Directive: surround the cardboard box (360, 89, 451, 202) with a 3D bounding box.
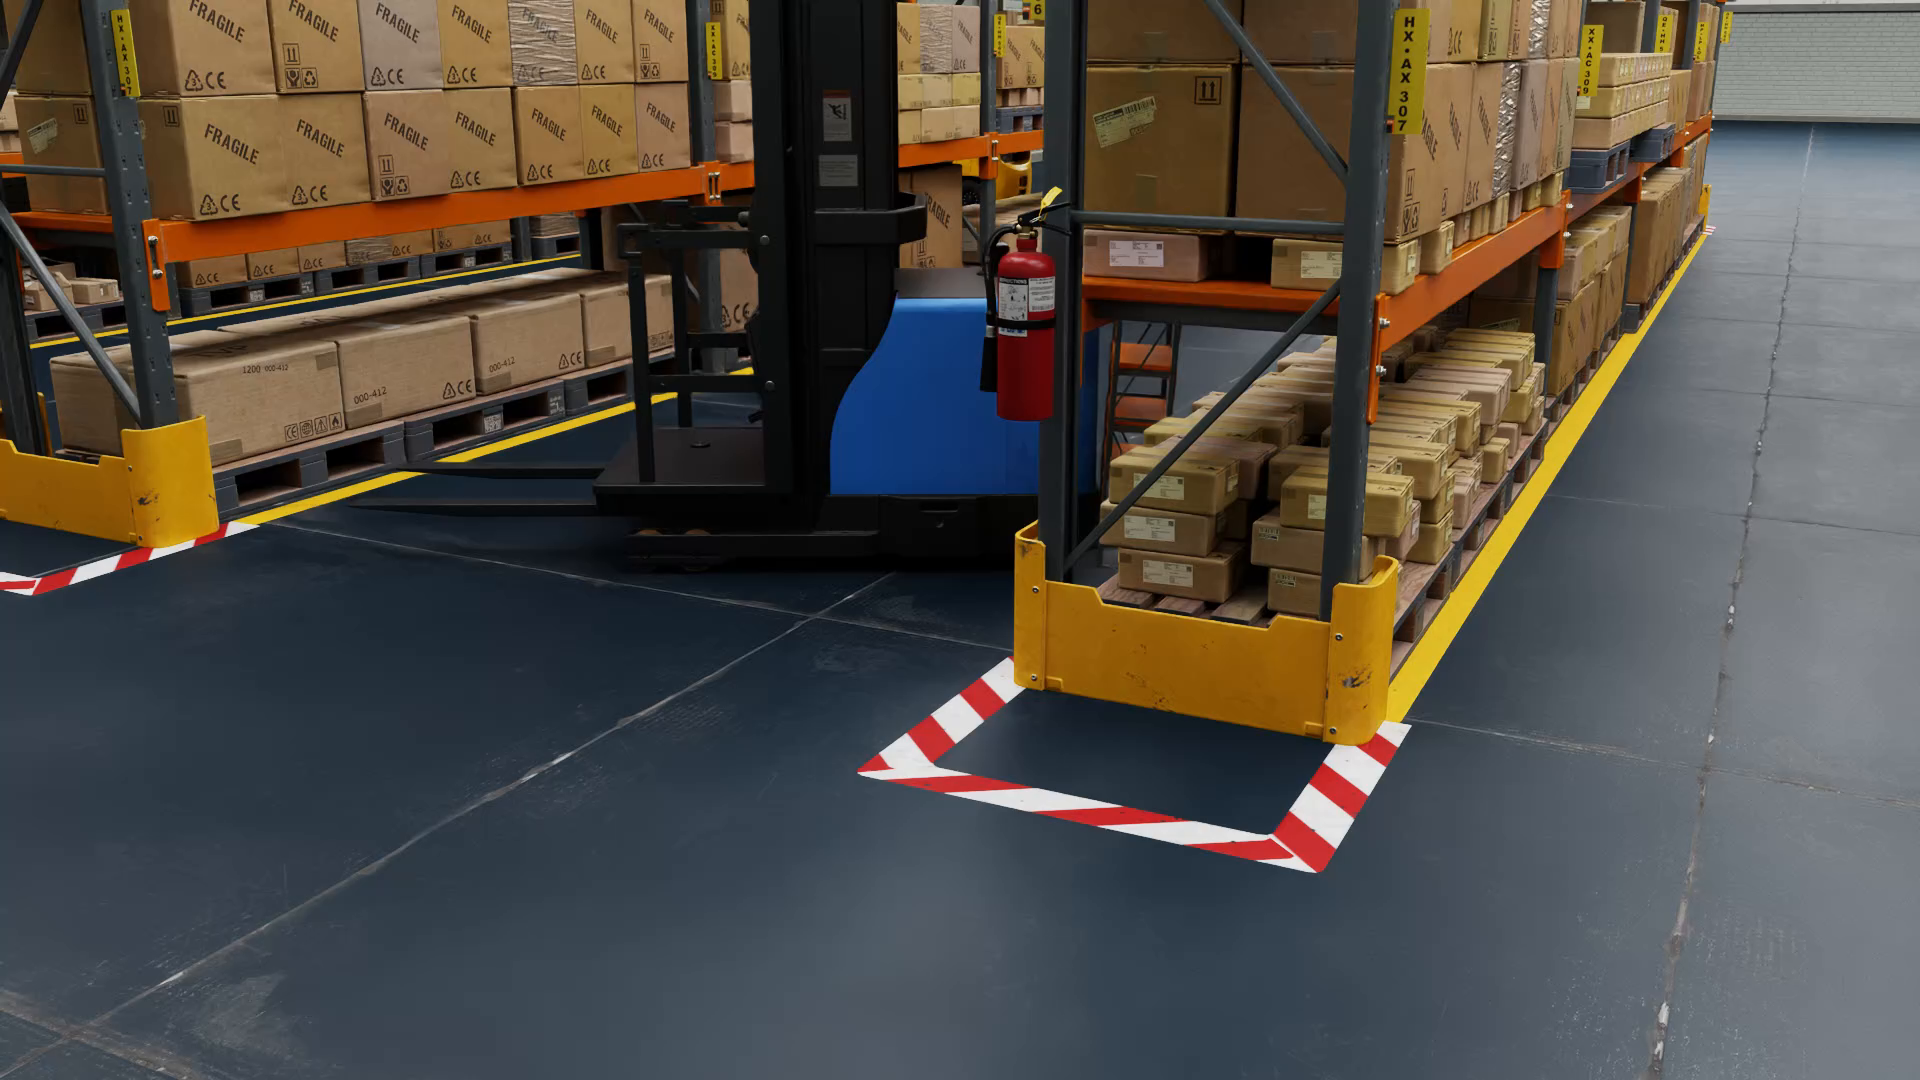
[{"bbox_3d":[-2.838,-1.913,8.022,0.500,0.500,0.500,8,18,25],"label":"cardboard box"}]

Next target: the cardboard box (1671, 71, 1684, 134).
[{"bbox_3d":[5.636,-3.596,13.687,0.500,0.500,0.500,8,18,26],"label":"cardboard box"}]

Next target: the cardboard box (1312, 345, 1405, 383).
[{"bbox_3d":[1.827,-0.791,7.642,0.380,0.149,0.250,8,18,24],"label":"cardboard box"}]

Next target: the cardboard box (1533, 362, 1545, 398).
[{"bbox_3d":[2.651,-0.791,8.167,0.380,0.149,0.250,9,19,26],"label":"cardboard box"}]

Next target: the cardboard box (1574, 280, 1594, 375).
[{"bbox_3d":[3.309,-1.227,9.540,0.500,0.500,0.500,9,19,28],"label":"cardboard box"}]

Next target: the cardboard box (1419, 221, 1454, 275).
[{"bbox_3d":[1.402,-0.968,5.456,0.380,0.149,0.250,8,18,24],"label":"cardboard box"}]

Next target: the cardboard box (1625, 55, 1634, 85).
[{"bbox_3d":[3.331,-2.479,8.762,0.380,0.149,0.250,8,18,26],"label":"cardboard box"}]

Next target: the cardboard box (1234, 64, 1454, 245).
[{"bbox_3d":[1.167,-1.186,5.050,0.500,0.500,0.500,9,19,28],"label":"cardboard box"}]

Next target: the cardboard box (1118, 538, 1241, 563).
[{"bbox_3d":[0.793,0.011,5.990,0.380,0.149,0.250,9,19,27],"label":"cardboard box"}]

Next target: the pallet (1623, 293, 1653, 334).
[{"bbox_3d":[4.714,-1.808,12.741,1.003,0.211,1.213,8,18,25],"label":"pallet"}]

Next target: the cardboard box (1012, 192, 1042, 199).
[{"bbox_3d":[1.058,-3.201,16.410,0.950,0.372,0.625,9,19,29],"label":"cardboard box"}]

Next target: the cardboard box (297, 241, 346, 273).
[{"bbox_3d":[-5.535,-2.530,13.928,0.500,0.500,0.500,8,18,24],"label":"cardboard box"}]

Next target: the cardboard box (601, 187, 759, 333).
[{"bbox_3d":[-1.761,-1.890,11.112,0.875,0.875,0.875,9,19,27],"label":"cardboard box"}]

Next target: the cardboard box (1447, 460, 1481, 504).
[{"bbox_3d":[1.919,-0.239,6.830,0.380,0.149,0.250,8,18,25],"label":"cardboard box"}]

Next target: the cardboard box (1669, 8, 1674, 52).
[{"bbox_3d":[5.637,-4.241,14.104,0.700,0.500,0.500,8,18,24],"label":"cardboard box"}]

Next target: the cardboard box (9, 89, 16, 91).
[{"bbox_3d":[-6.872,-3.148,12.096,0.500,0.250,0.500,8,18,25],"label":"cardboard box"}]

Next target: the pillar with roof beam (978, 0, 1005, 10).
[{"bbox_3d":[4.368,-10.020,24.954,9.100,9.000,0.400,8,18,25],"label":"pillar with roof beam"}]

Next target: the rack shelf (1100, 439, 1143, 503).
[{"bbox_3d":[0.700,-0.275,6.748,0.258,0.148,0.480,4,17,3],"label":"rack shelf"}]

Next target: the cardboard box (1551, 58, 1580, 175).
[{"bbox_3d":[2.544,-1.966,7.677,0.500,0.500,0.500,8,18,25],"label":"cardboard box"}]

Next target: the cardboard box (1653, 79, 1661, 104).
[{"bbox_3d":[4.136,-2.794,10.344,0.380,0.149,0.250,8,18,25],"label":"cardboard box"}]

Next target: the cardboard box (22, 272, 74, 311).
[{"bbox_3d":[-6.554,-1.790,11.846,0.396,0.266,0.258,9,19,27],"label":"cardboard box"}]

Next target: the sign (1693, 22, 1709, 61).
[{"bbox_3d":[6.571,-4.423,14.753,0.100,0.325,0.005,8,18,25],"label":"sign"}]

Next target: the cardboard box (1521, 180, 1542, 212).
[{"bbox_3d":[2.398,-1.572,7.489,0.380,0.149,0.250,9,19,28],"label":"cardboard box"}]

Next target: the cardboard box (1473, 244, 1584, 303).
[{"bbox_3d":[3.074,-1.452,8.980,0.500,0.250,0.500,7,18,23],"label":"cardboard box"}]

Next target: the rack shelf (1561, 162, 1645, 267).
[{"bbox_3d":[3.401,-2.099,10.087,1.077,0.370,4.000,8,18,25],"label":"rack shelf"}]

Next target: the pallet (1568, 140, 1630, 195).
[{"bbox_3d":[2.979,-2.019,8.890,1.003,0.211,1.213,8,18,25],"label":"pallet"}]

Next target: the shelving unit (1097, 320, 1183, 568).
[{"bbox_3d":[0.715,-0.529,6.672,0.258,1.200,0.503,4,17,3],"label":"shelving unit"}]

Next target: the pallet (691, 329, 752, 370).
[{"bbox_3d":[-1.689,-1.408,11.395,1.003,0.211,1.213,8,18,25],"label":"pallet"}]

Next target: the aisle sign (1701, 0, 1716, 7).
[{"bbox_3d":[8.169,-6.217,18.123,0.394,0.787,0.004,8,18,25],"label":"aisle sign"}]

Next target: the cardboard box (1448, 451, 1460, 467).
[{"bbox_3d":[1.846,-0.403,6.861,0.380,0.149,0.250,9,19,28],"label":"cardboard box"}]

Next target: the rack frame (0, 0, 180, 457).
[{"bbox_3d":[-3.754,-1.520,6.873,1.000,3.000,0.127,8,18,25],"label":"rack frame"}]

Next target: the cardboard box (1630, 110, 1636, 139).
[{"bbox_3d":[3.555,-2.321,9.273,0.380,0.149,0.250,7,18,23],"label":"cardboard box"}]

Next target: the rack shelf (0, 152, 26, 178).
[{"bbox_3d":[-7.302,-2.315,10.814,1.077,0.370,4.000,8,18,25],"label":"rack shelf"}]

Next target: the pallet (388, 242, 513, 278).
[{"bbox_3d":[-4.989,-2.666,15.630,1.003,0.211,1.213,8,18,25],"label":"pallet"}]

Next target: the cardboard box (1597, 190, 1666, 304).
[{"bbox_3d":[4.647,-2.220,12.444,1.050,0.750,0.750,8,18,25],"label":"cardboard box"}]

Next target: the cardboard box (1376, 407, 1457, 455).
[{"bbox_3d":[1.670,-0.402,6.336,0.380,0.149,0.250,9,19,28],"label":"cardboard box"}]

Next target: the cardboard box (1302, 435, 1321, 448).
[{"bbox_3d":[1.282,-0.393,6.826,0.380,0.149,0.250,9,19,28],"label":"cardboard box"}]

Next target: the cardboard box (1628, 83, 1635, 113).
[{"bbox_3d":[3.439,-2.398,9.012,0.380,0.149,0.250,7,18,23],"label":"cardboard box"}]

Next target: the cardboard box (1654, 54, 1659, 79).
[{"bbox_3d":[4.025,-2.877,10.101,0.380,0.149,0.250,8,18,25],"label":"cardboard box"}]

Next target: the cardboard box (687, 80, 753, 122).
[{"bbox_3d":[-1.518,-2.783,10.510,0.500,0.250,0.500,8,18,24],"label":"cardboard box"}]

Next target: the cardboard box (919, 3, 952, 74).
[{"bbox_3d":[-0.398,-3.788,12.578,0.500,0.500,0.500,8,19,26],"label":"cardboard box"}]

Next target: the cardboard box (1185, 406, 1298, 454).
[{"bbox_3d":[1.068,-0.399,6.326,0.380,0.149,0.250,7,18,23],"label":"cardboard box"}]

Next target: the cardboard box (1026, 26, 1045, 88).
[{"bbox_3d":[0.455,-4.168,14.354,0.500,0.500,0.500,9,19,28],"label":"cardboard box"}]

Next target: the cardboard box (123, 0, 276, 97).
[{"bbox_3d":[-3.285,-2.133,7.006,0.500,0.500,0.500,8,18,24],"label":"cardboard box"}]

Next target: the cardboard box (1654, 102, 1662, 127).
[{"bbox_3d":[4.258,-2.722,10.623,0.380,0.149,0.250,8,19,26],"label":"cardboard box"}]

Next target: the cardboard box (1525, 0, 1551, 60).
[{"bbox_3d":[2.071,-2.189,6.673,0.500,0.500,0.500,9,19,27],"label":"cardboard box"}]

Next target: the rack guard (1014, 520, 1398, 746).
[{"bbox_3d":[0.754,0.263,5.261,1.175,0.500,0.348,8,18,25],"label":"rack guard"}]

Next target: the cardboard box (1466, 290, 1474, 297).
[{"bbox_3d":[2.614,-1.519,9.206,0.500,0.250,0.500,8,18,24],"label":"cardboard box"}]

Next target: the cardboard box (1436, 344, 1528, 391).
[{"bbox_3d":[2.397,-0.796,7.662,0.380,0.149,0.250,8,18,25],"label":"cardboard box"}]

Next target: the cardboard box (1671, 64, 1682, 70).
[{"bbox_3d":[6.236,-4.140,15.431,0.875,0.550,0.550,8,18,25],"label":"cardboard box"}]

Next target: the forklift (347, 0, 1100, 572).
[{"bbox_3d":[-0.965,-1.429,6.688,3.031,2.935,1.130,0,17,0],"label":"forklift"}]

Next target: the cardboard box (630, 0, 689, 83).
[{"bbox_3d":[-1.930,-2.911,9.624,0.500,0.500,0.500,8,18,25],"label":"cardboard box"}]

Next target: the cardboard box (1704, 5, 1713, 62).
[{"bbox_3d":[7.013,-5.063,16.641,0.875,0.550,0.500,8,18,25],"label":"cardboard box"}]
